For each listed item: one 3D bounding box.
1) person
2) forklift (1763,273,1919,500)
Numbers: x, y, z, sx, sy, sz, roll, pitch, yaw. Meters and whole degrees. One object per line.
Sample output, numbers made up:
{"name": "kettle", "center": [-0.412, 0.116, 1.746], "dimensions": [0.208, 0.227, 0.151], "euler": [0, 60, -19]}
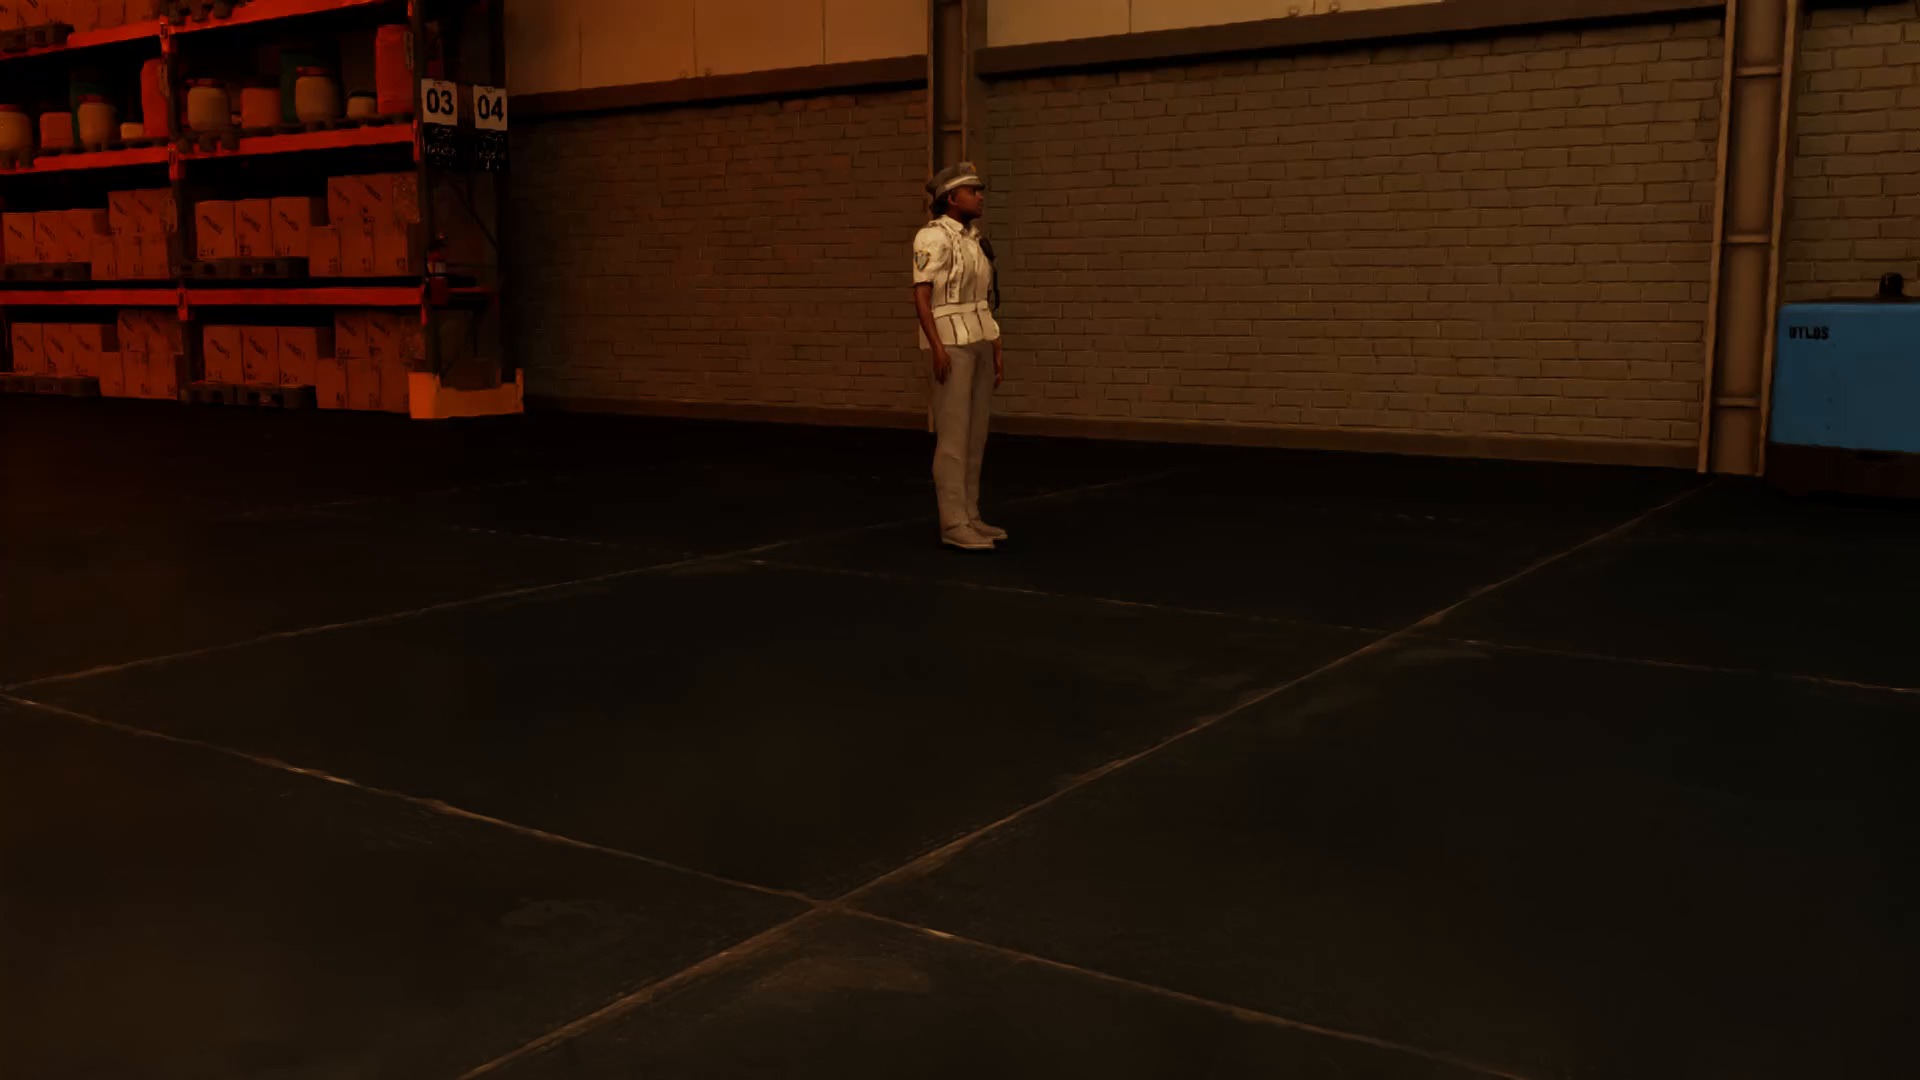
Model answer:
{"name": "person", "center": [0.051, -0.839, 7.426], "dimensions": [0.529, 1.695, 0.570], "euler": [5, 10, 34]}
{"name": "forklift", "center": [5.738, -1.557, 8.140], "dimensions": [1.130, 2.935, 3.031], "euler": [-6, 10, -36]}
